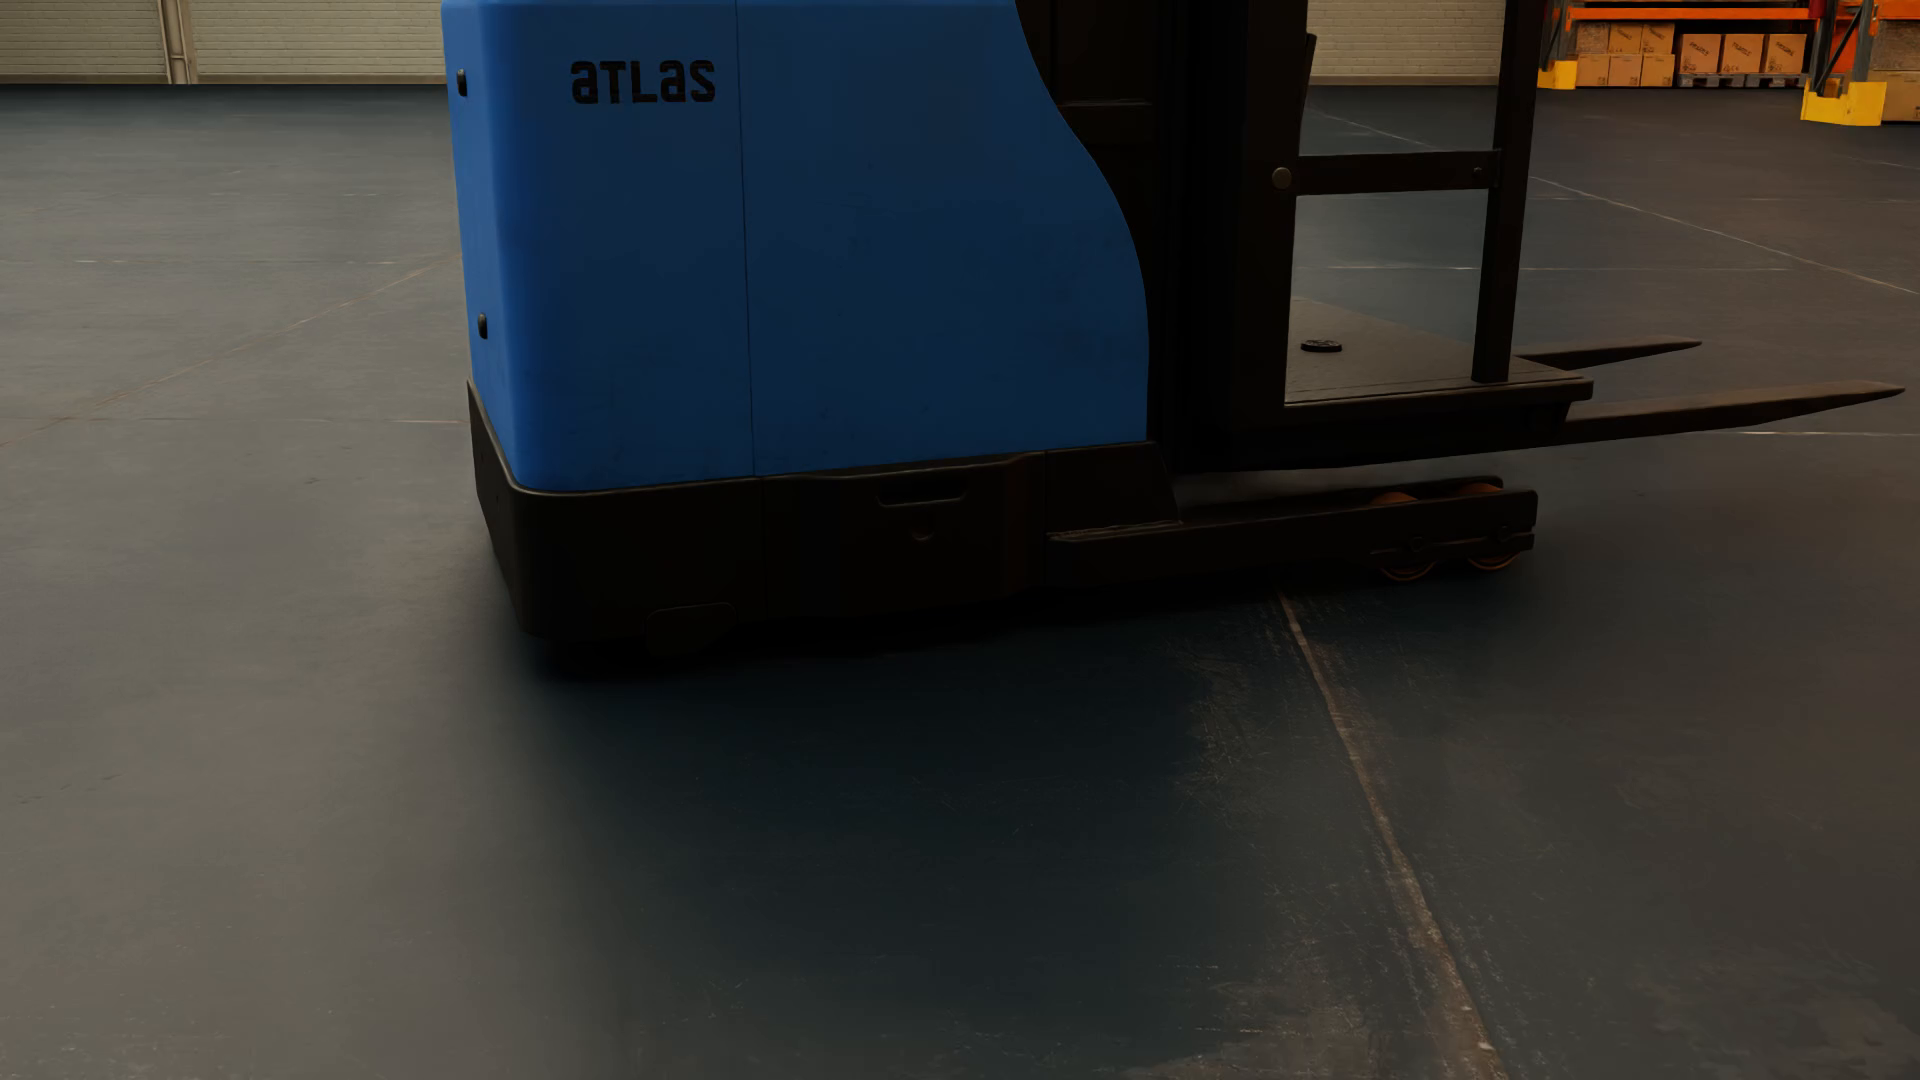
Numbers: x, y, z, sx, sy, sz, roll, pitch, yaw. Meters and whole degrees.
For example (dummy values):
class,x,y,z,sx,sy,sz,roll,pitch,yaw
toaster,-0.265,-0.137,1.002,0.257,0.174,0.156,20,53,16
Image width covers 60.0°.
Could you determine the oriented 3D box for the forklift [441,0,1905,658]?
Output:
class,x,y,z,sx,sy,sz,roll,pitch,yaw
forklift,0.571,-1.462,3.137,3.031,2.935,1.130,-6,18,-19
